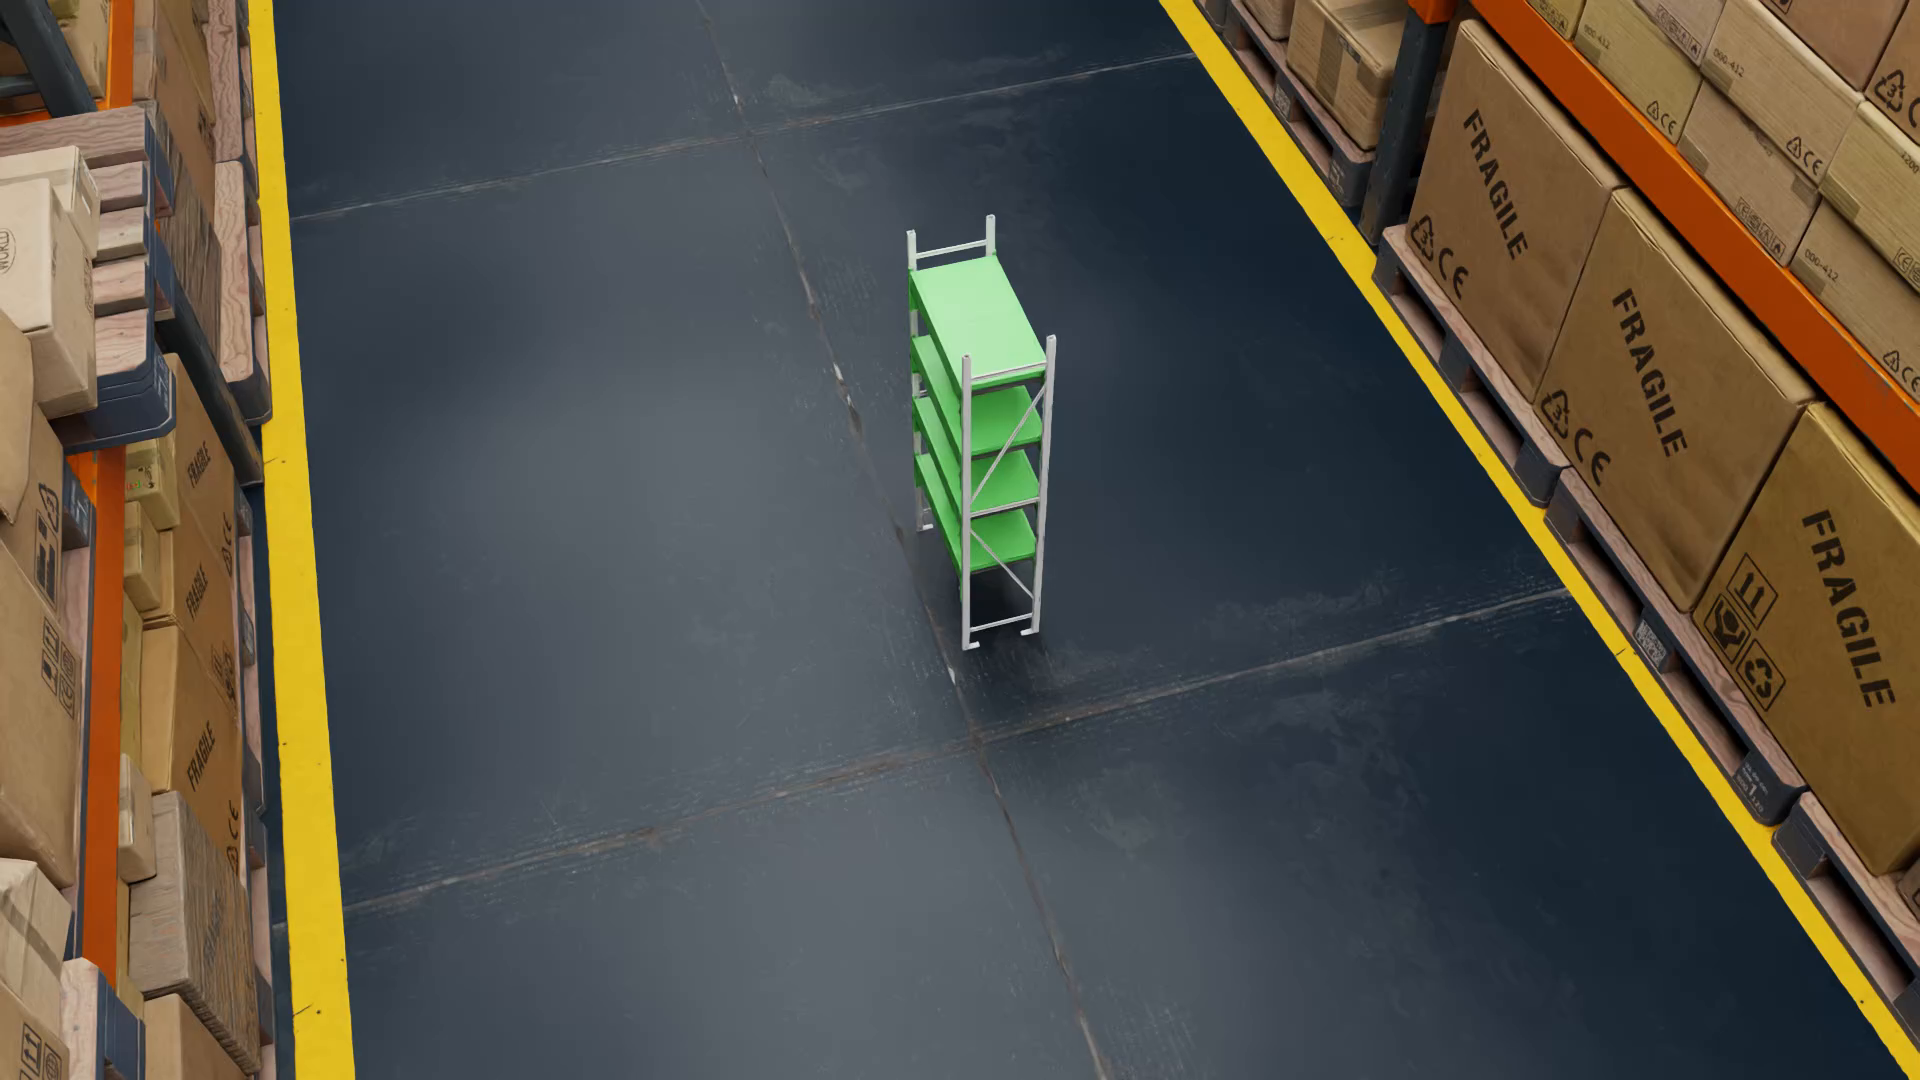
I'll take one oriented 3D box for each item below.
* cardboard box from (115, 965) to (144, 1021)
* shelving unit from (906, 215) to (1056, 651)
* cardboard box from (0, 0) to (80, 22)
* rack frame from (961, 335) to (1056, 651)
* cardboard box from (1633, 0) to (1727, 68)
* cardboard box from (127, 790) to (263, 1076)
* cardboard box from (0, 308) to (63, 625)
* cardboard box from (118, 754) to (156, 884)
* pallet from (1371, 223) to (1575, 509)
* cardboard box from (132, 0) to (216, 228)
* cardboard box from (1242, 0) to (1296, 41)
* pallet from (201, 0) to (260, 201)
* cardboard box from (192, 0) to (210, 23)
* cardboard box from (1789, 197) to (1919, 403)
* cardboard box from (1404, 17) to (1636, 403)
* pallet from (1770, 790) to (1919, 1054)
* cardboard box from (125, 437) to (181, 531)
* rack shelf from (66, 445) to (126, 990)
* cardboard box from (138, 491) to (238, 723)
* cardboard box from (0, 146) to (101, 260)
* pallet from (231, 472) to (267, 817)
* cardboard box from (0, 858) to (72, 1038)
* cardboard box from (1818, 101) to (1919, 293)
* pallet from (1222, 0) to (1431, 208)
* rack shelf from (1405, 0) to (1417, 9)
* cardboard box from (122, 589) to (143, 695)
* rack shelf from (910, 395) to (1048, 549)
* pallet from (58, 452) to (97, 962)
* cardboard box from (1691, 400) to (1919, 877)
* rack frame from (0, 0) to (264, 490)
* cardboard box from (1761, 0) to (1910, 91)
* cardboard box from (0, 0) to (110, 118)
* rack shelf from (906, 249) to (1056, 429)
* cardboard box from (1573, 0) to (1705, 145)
[{"bbox_3d":[-1.871,1.042,3.345,0.380,0.149,0.250,-12,51,-10],"label":"cardboard box"},{"bbox_3d":[0.049,-0.266,4.689,0.258,1.200,0.503,-13,51,-11],"label":"shelving unit"},{"bbox_3d":[-2.630,-1.577,4.388,0.500,0.250,0.500,-13,51,-11],"label":"cardboard box"},{"bbox_3d":[0.121,-0.088,4.539,0.240,1.200,0.015,-13,51,-11],"label":"rack frame"},{"bbox_3d":[2.050,-1.513,4.335,0.500,0.250,0.500,-12,51,-10],"label":"cardboard box"},{"bbox_3d":[-1.959,0.976,3.825,0.500,0.500,0.500,-15,51,-12],"label":"cardboard box"},{"bbox_3d":[-2.097,-0.097,3.028,0.797,0.503,0.637,-14,51,-12],"label":"cardboard box"},{"bbox_3d":[-2.003,0.661,3.667,0.380,0.149,0.250,-16,52,-13],"label":"cardboard box"},{"bbox_3d":[2.146,-0.712,5.712,1.003,0.211,1.213,-13,51,-11],"label":"pallet"},{"bbox_3d":[-3.128,-1.383,5.732,0.875,0.625,0.625,-12,51,-10],"label":"cardboard box"},{"bbox_3d":[1.601,-2.444,6.793,0.950,0.372,0.625,-14,51,-12],"label":"cardboard box"},{"bbox_3d":[-3.319,-1.680,6.528,1.003,0.211,1.213,-13,51,-11],"label":"pallet"},{"bbox_3d":[-3.552,-2.423,6.609,0.875,0.625,0.625,-14,51,-11],"label":"cardboard box"},{"bbox_3d":[2.356,-0.626,3.914,0.500,0.250,0.500,-13,51,-11],"label":"cardboard box"},{"bbox_3d":[2.109,-1.131,5.357,0.875,0.875,0.875,-14,51,-11],"label":"cardboard box"},{"bbox_3d":[2.867,1.070,4.210,1.003,0.211,1.213,-13,51,-11],"label":"pallet"},{"bbox_3d":[-2.258,-0.122,4.327,0.380,0.149,0.250,-16,52,-13],"label":"cardboard box"},{"bbox_3d":[-2.165,0.614,3.241,1.077,0.370,4.000,-13,51,-11],"label":"rack shelf"},{"bbox_3d":[-2.288,0.220,4.463,0.500,0.500,0.500,-14,51,-12],"label":"cardboard box"},{"bbox_3d":[-2.195,-0.740,3.802,0.380,0.149,0.250,-12,51,-10],"label":"cardboard box"},{"bbox_3d":[-2.571,0.374,4.797,1.003,0.211,1.213,-13,51,-11],"label":"pallet"},{"bbox_3d":[-1.617,0.649,2.554,0.396,0.266,0.258,-11,51,-9],"label":"cardboard box"},{"bbox_3d":[2.323,-0.773,3.711,0.500,0.250,0.500,-13,51,-10],"label":"cardboard box"},{"bbox_3d":[1.755,-1.876,6.694,1.003,0.211,1.213,-13,51,-11],"label":"pallet"},{"bbox_3d":[1.393,-3.433,6.653,1.077,0.370,4.000,-13,51,-11],"label":"rack shelf"},{"bbox_3d":[-2.187,0.284,3.985,0.380,0.149,0.250,-12,51,-10],"label":"cardboard box"},{"bbox_3d":[0.049,-0.225,4.738,0.258,0.148,0.480,-13,51,-11],"label":"rack shelf"},{"bbox_3d":[-2.177,0.402,3.074,1.003,0.211,1.213,-13,51,-11],"label":"pallet"},{"bbox_3d":[2.633,0.174,4.256,0.875,0.875,0.875,-12,51,-10],"label":"cardboard box"},{"bbox_3d":[-2.756,-1.079,4.198,1.000,3.000,0.127,-13,51,-11],"label":"rack frame"},{"bbox_3d":[2.191,-1.401,3.750,0.500,0.500,0.500,-12,51,-10],"label":"cardboard box"},{"bbox_3d":[-2.654,-1.410,4.575,0.500,0.250,0.500,-13,51,-11],"label":"cardboard box"},{"bbox_3d":[0.049,-0.534,4.371,0.258,0.148,0.480,-13,51,-11],"label":"rack shelf"},{"bbox_3d":[2.058,-1.370,4.541,0.500,0.250,0.500,-15,51,-12],"label":"cardboard box"}]
